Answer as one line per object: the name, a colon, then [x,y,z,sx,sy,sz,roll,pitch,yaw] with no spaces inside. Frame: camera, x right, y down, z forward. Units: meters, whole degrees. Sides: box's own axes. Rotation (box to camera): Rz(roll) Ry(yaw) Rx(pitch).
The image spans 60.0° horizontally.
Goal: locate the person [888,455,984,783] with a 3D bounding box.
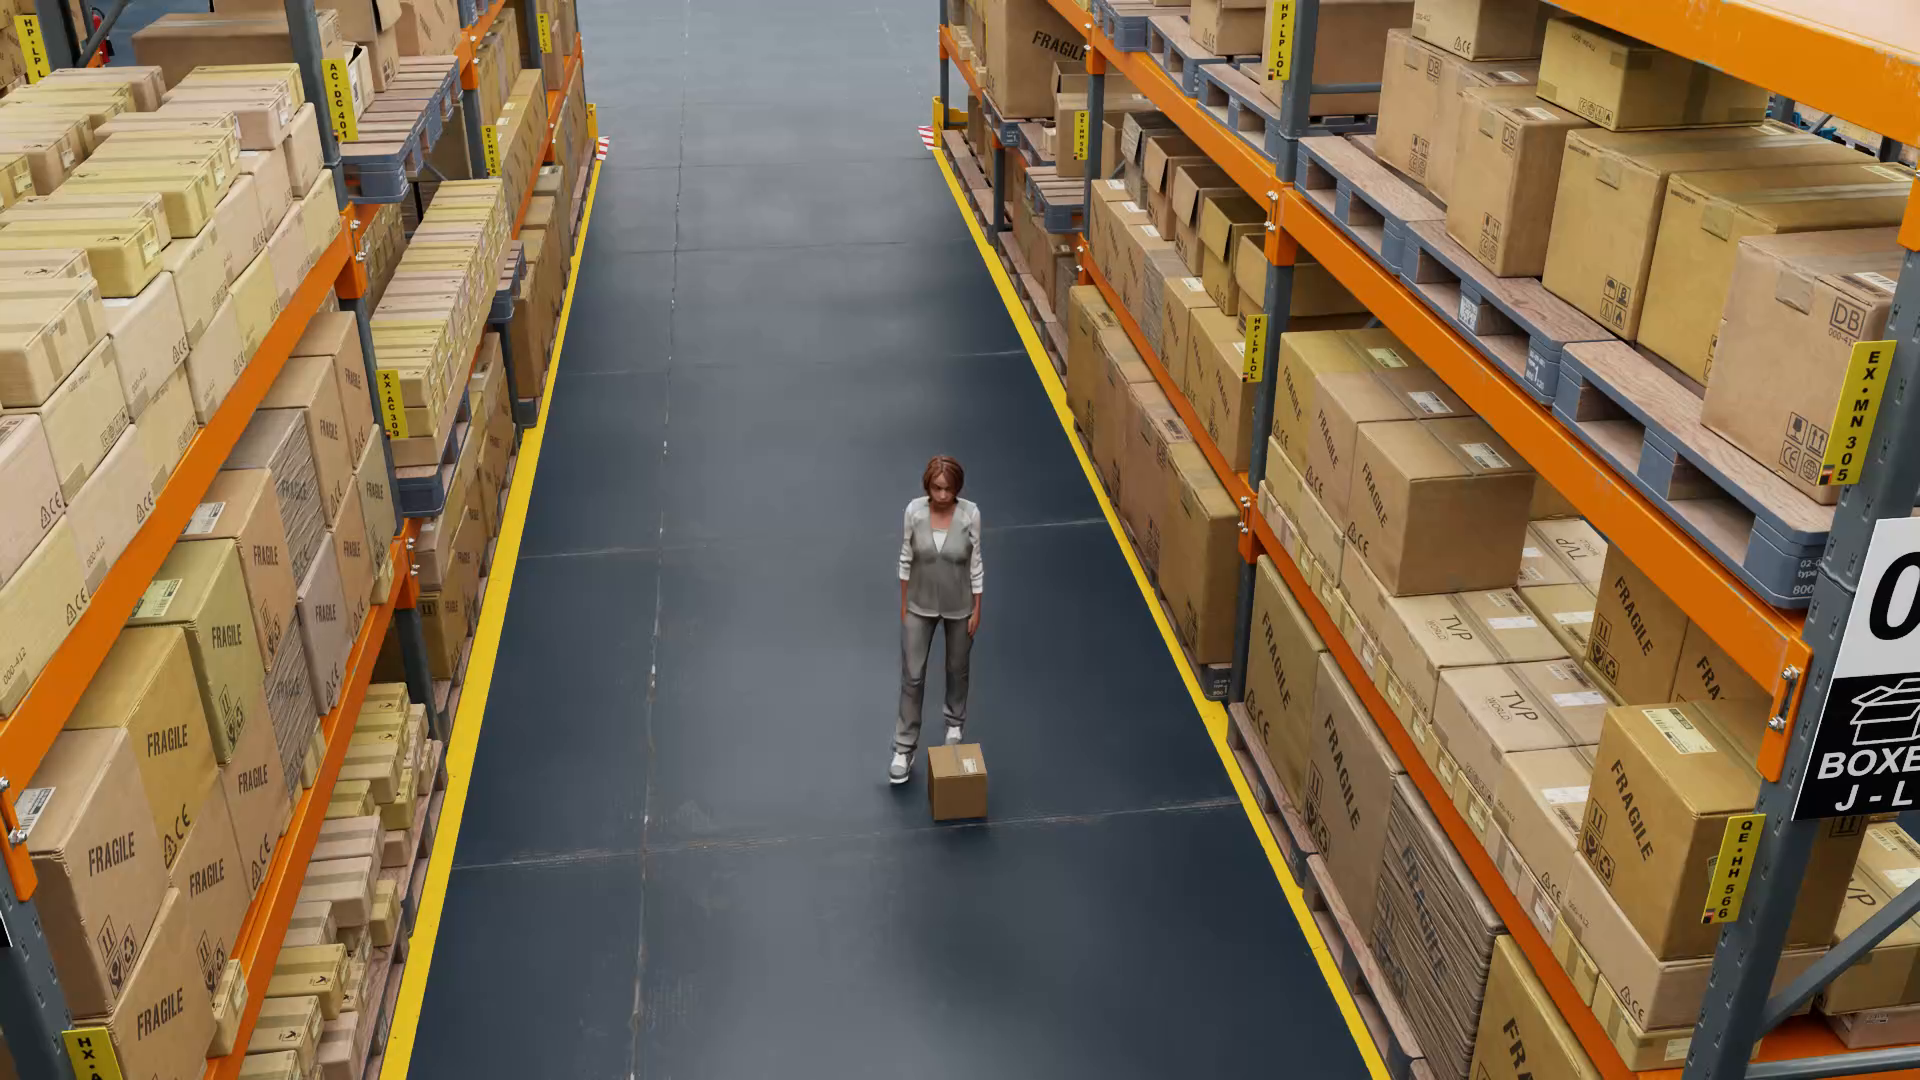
person: [-0.117,0.374,7.892,0.456,1.594,0.572,0,28,1]
